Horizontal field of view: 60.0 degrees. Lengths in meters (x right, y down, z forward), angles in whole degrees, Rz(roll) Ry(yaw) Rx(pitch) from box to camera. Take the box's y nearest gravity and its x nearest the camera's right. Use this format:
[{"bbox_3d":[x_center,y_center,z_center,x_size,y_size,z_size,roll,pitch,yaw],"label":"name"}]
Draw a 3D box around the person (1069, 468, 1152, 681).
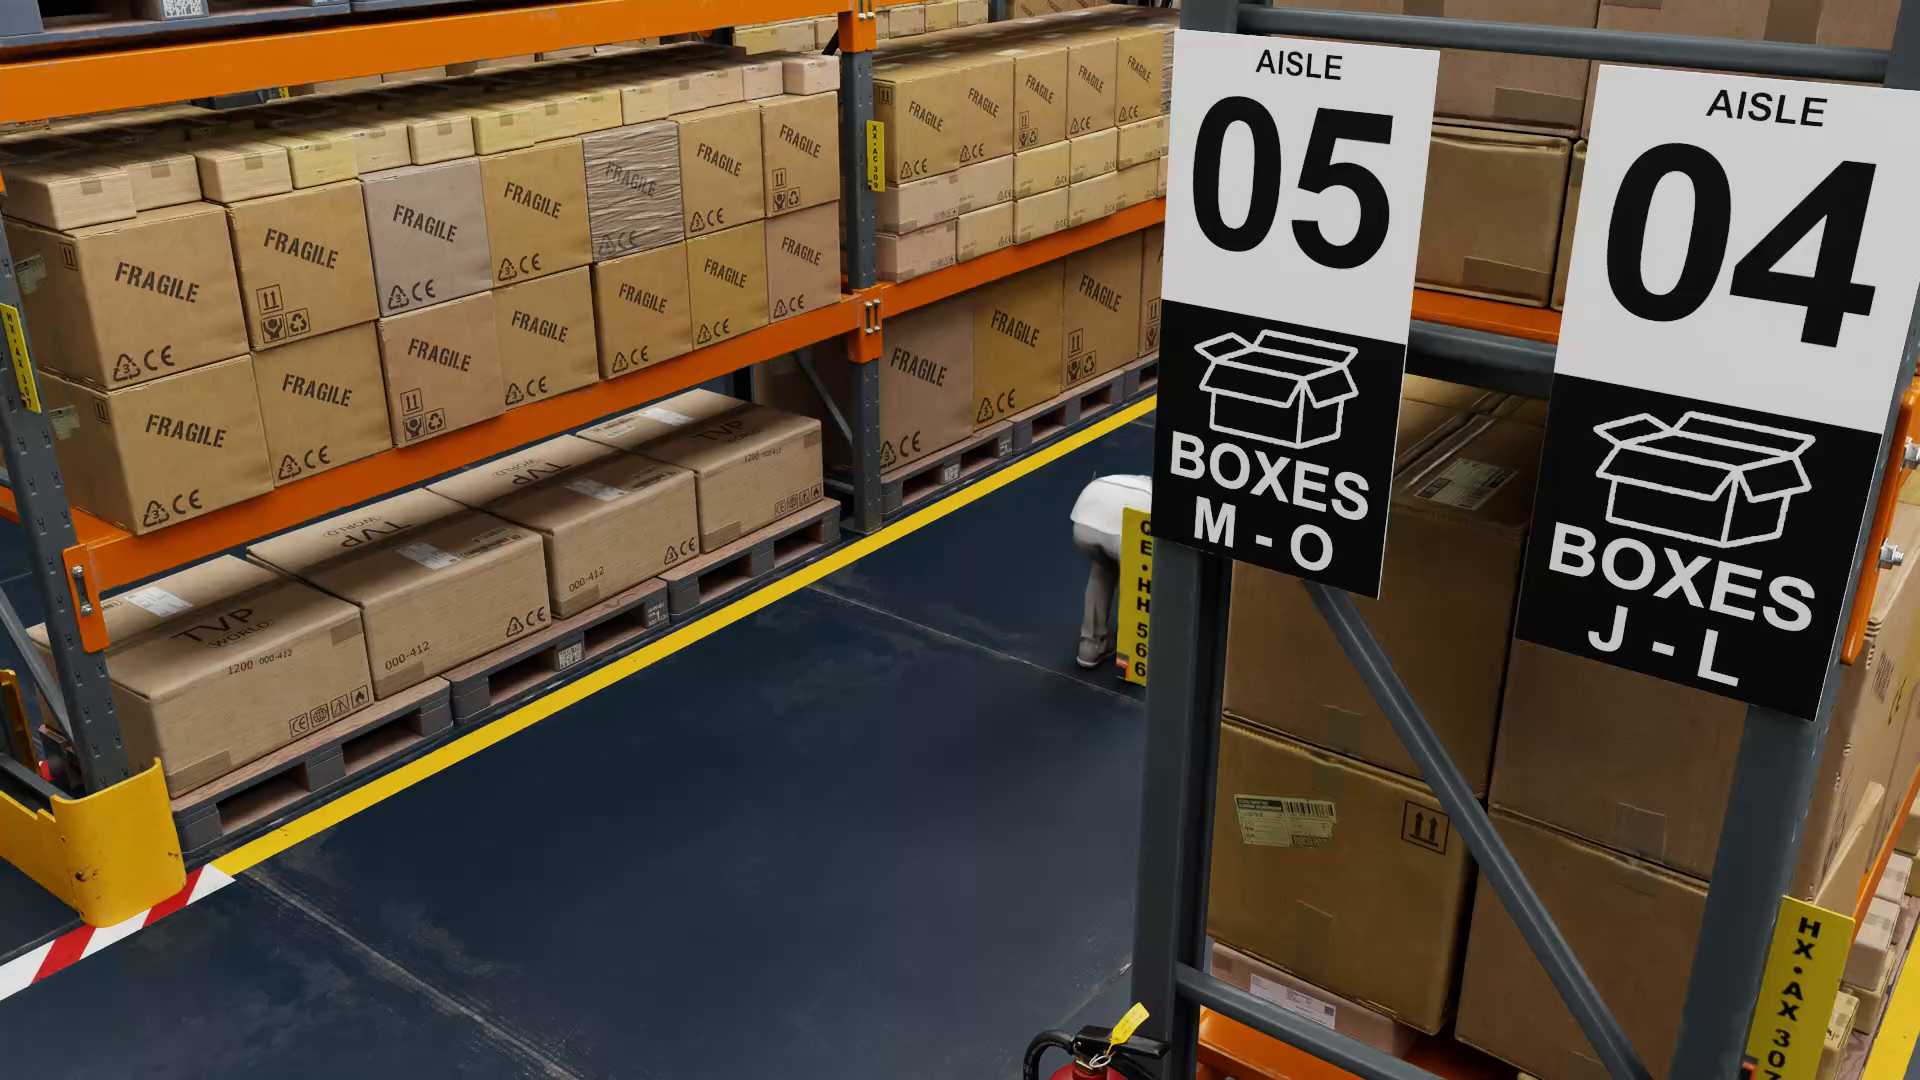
[{"bbox_3d":[0.805,0.091,7.340,0.458,0.904,0.882,15,28,31],"label":"person"}]
